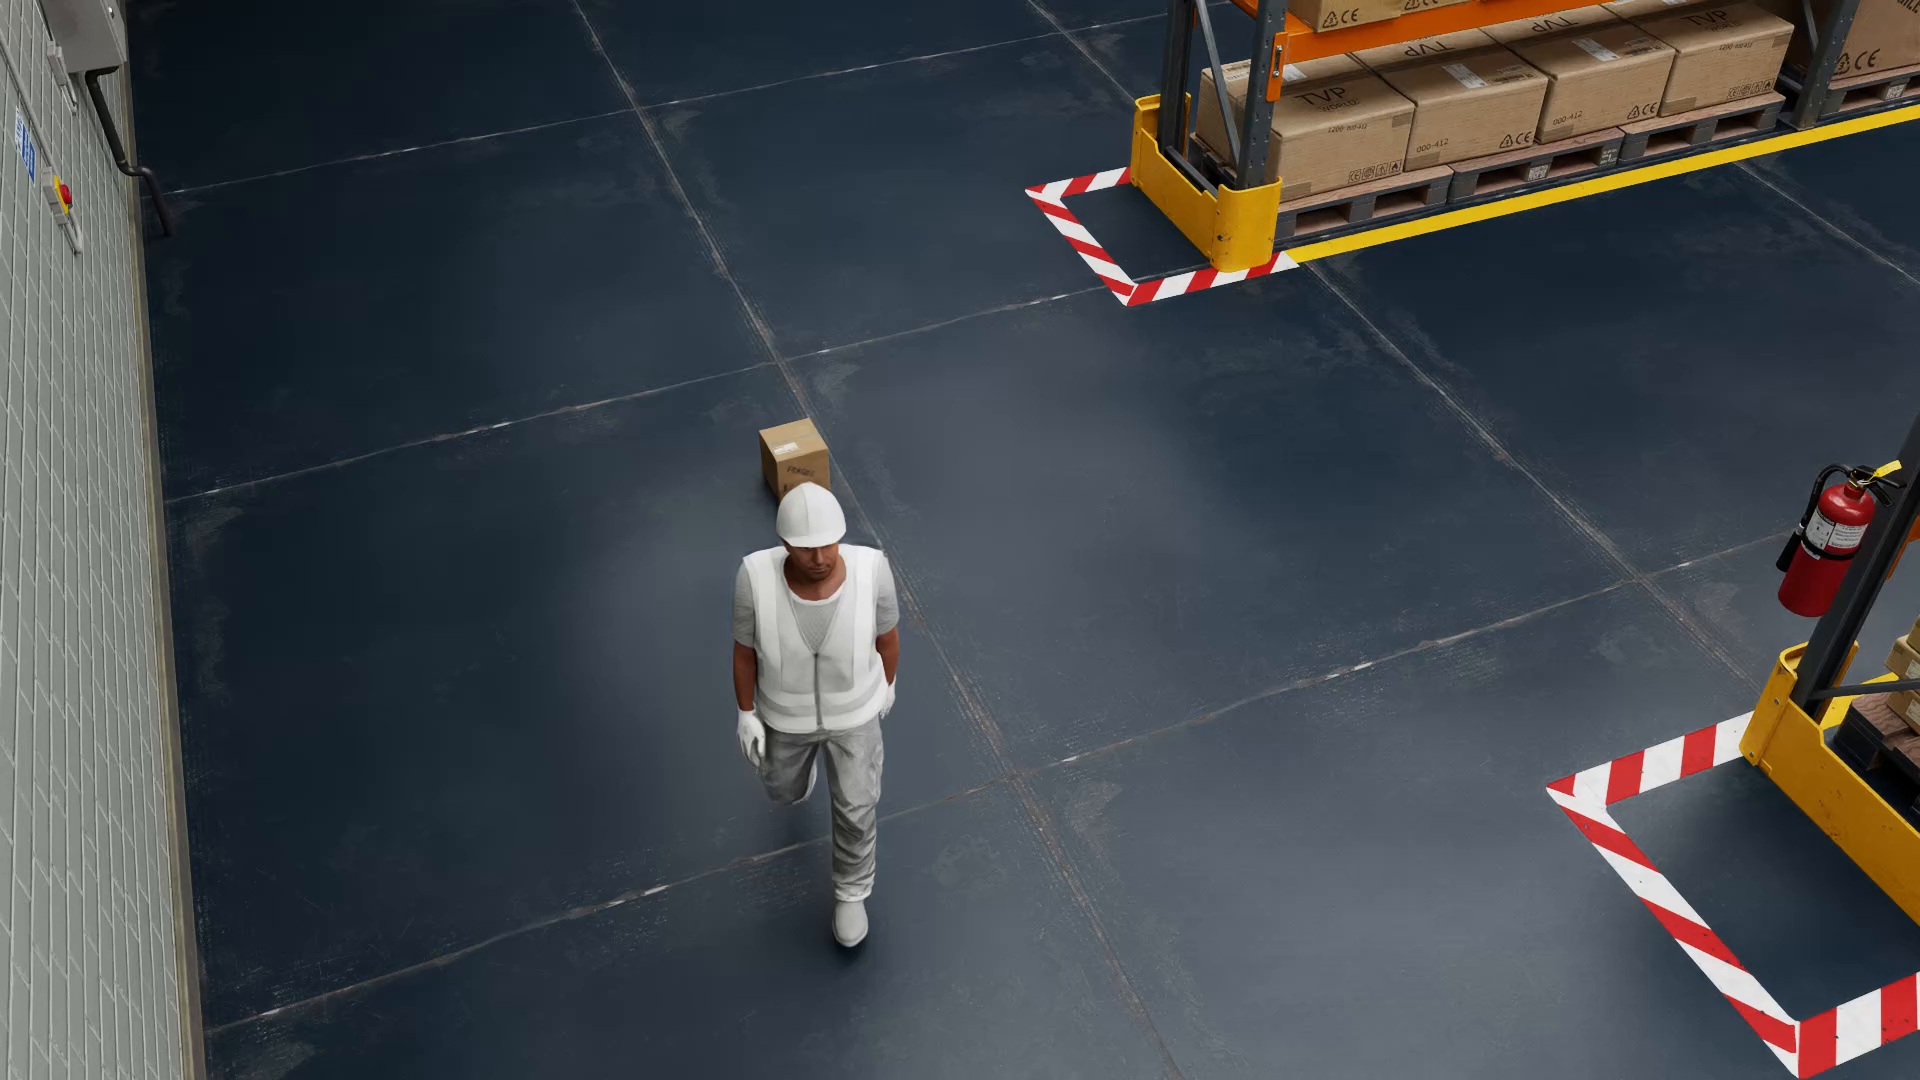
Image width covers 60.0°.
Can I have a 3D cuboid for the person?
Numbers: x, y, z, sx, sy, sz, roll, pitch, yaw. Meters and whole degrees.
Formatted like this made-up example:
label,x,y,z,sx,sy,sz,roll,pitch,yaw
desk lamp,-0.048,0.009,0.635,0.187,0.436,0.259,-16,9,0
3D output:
label,x,y,z,sx,sy,sz,roll,pitch,yaw
person,-0.469,0.282,5.298,0.548,1.087,0.341,-2,41,-2
